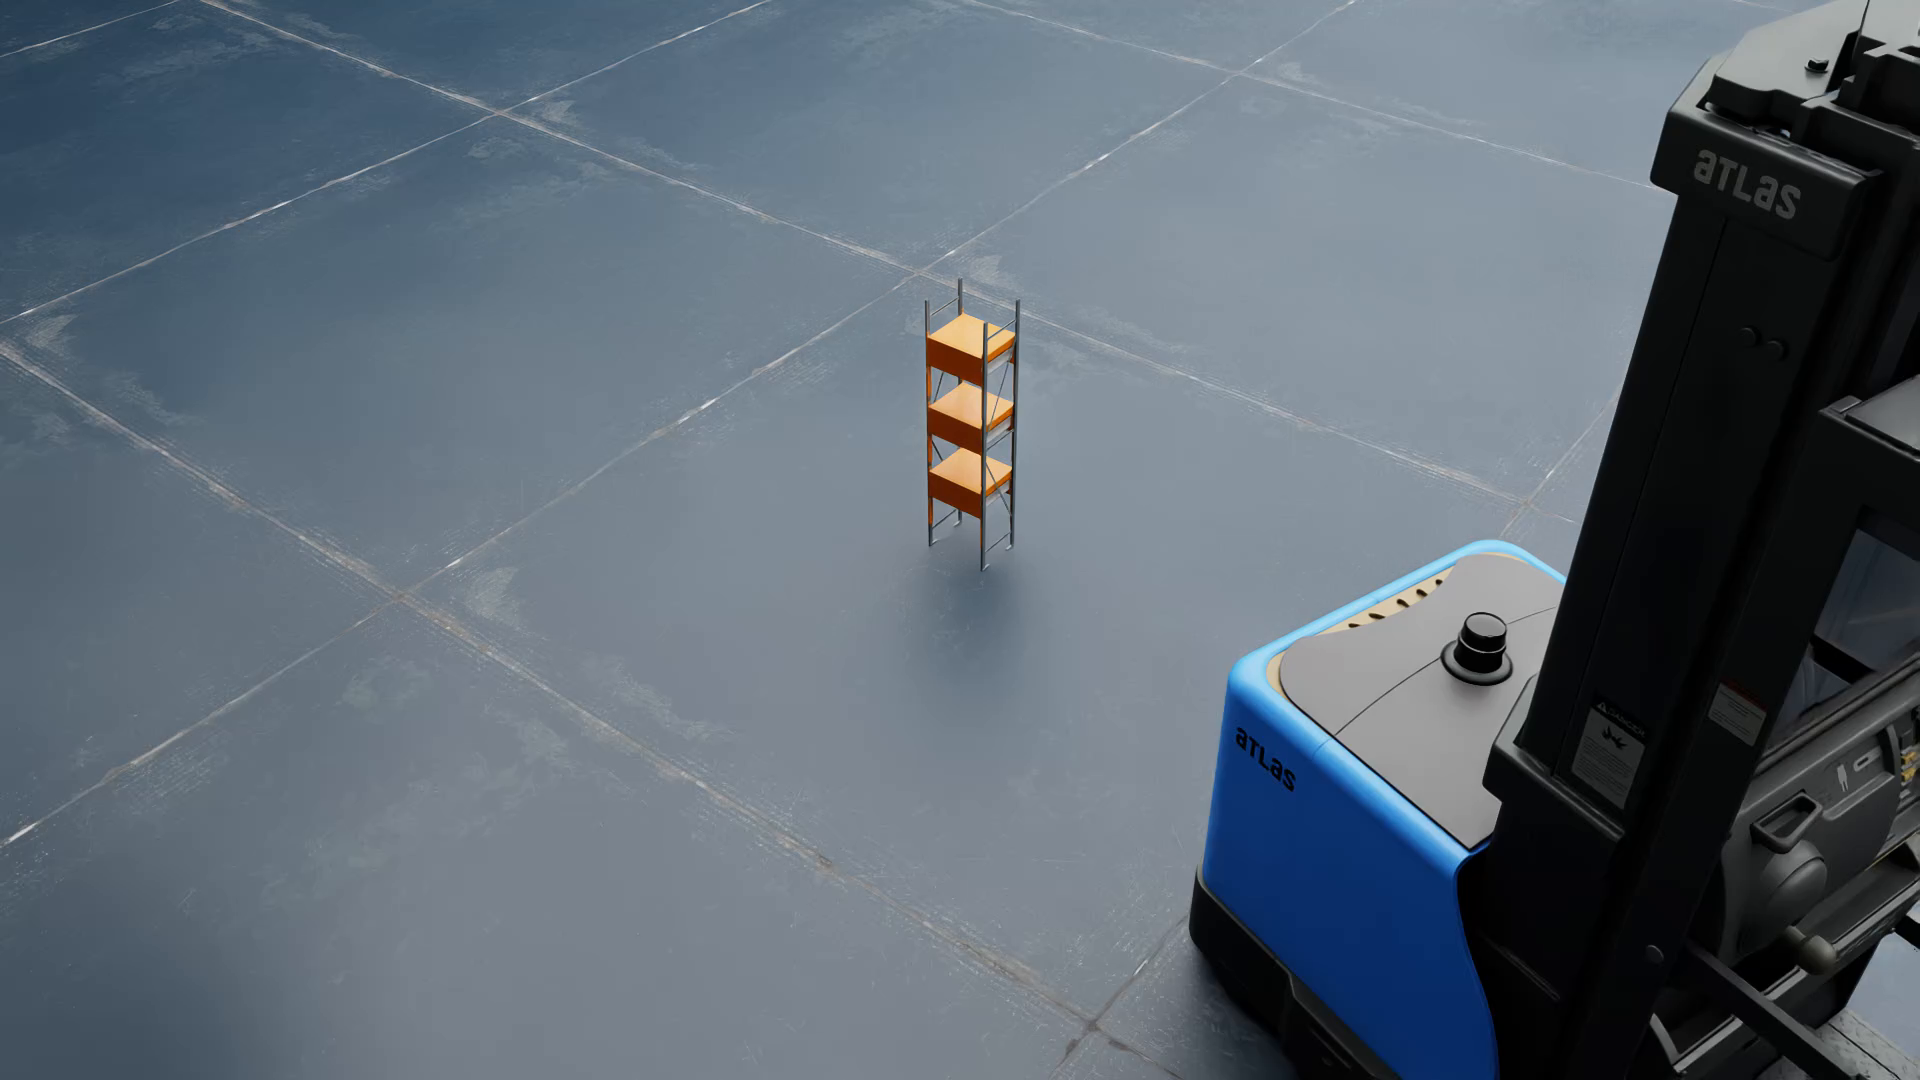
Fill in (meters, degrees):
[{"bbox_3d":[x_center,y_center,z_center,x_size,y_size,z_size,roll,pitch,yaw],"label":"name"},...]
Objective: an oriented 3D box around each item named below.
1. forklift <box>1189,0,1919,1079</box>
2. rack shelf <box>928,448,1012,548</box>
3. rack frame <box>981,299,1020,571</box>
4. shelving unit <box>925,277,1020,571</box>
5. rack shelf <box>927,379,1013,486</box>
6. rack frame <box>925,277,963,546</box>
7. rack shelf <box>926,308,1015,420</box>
[{"bbox_3d":[1.890,0.586,3.124,1.130,2.935,3.031,-23,43,-26],"label":"forklift"},{"bbox_3d":[0.042,-0.166,6.079,0.240,0.259,0.215,25,45,29],"label":"rack shelf"},{"bbox_3d":[0.139,-0.348,5.842,0.008,1.050,0.200,25,45,29],"label":"rack frame"},{"bbox_3d":[0.042,-0.393,5.901,0.252,1.050,0.215,25,45,29],"label":"shelving unit"},{"bbox_3d":[0.042,-0.385,5.907,0.240,0.259,0.215,25,45,29],"label":"rack shelf"},{"bbox_3d":[-0.054,-0.439,5.959,0.008,1.050,0.200,25,45,29],"label":"rack frame"},{"bbox_3d":[0.042,-0.608,5.732,0.240,0.259,0.215,25,45,29],"label":"rack shelf"}]
